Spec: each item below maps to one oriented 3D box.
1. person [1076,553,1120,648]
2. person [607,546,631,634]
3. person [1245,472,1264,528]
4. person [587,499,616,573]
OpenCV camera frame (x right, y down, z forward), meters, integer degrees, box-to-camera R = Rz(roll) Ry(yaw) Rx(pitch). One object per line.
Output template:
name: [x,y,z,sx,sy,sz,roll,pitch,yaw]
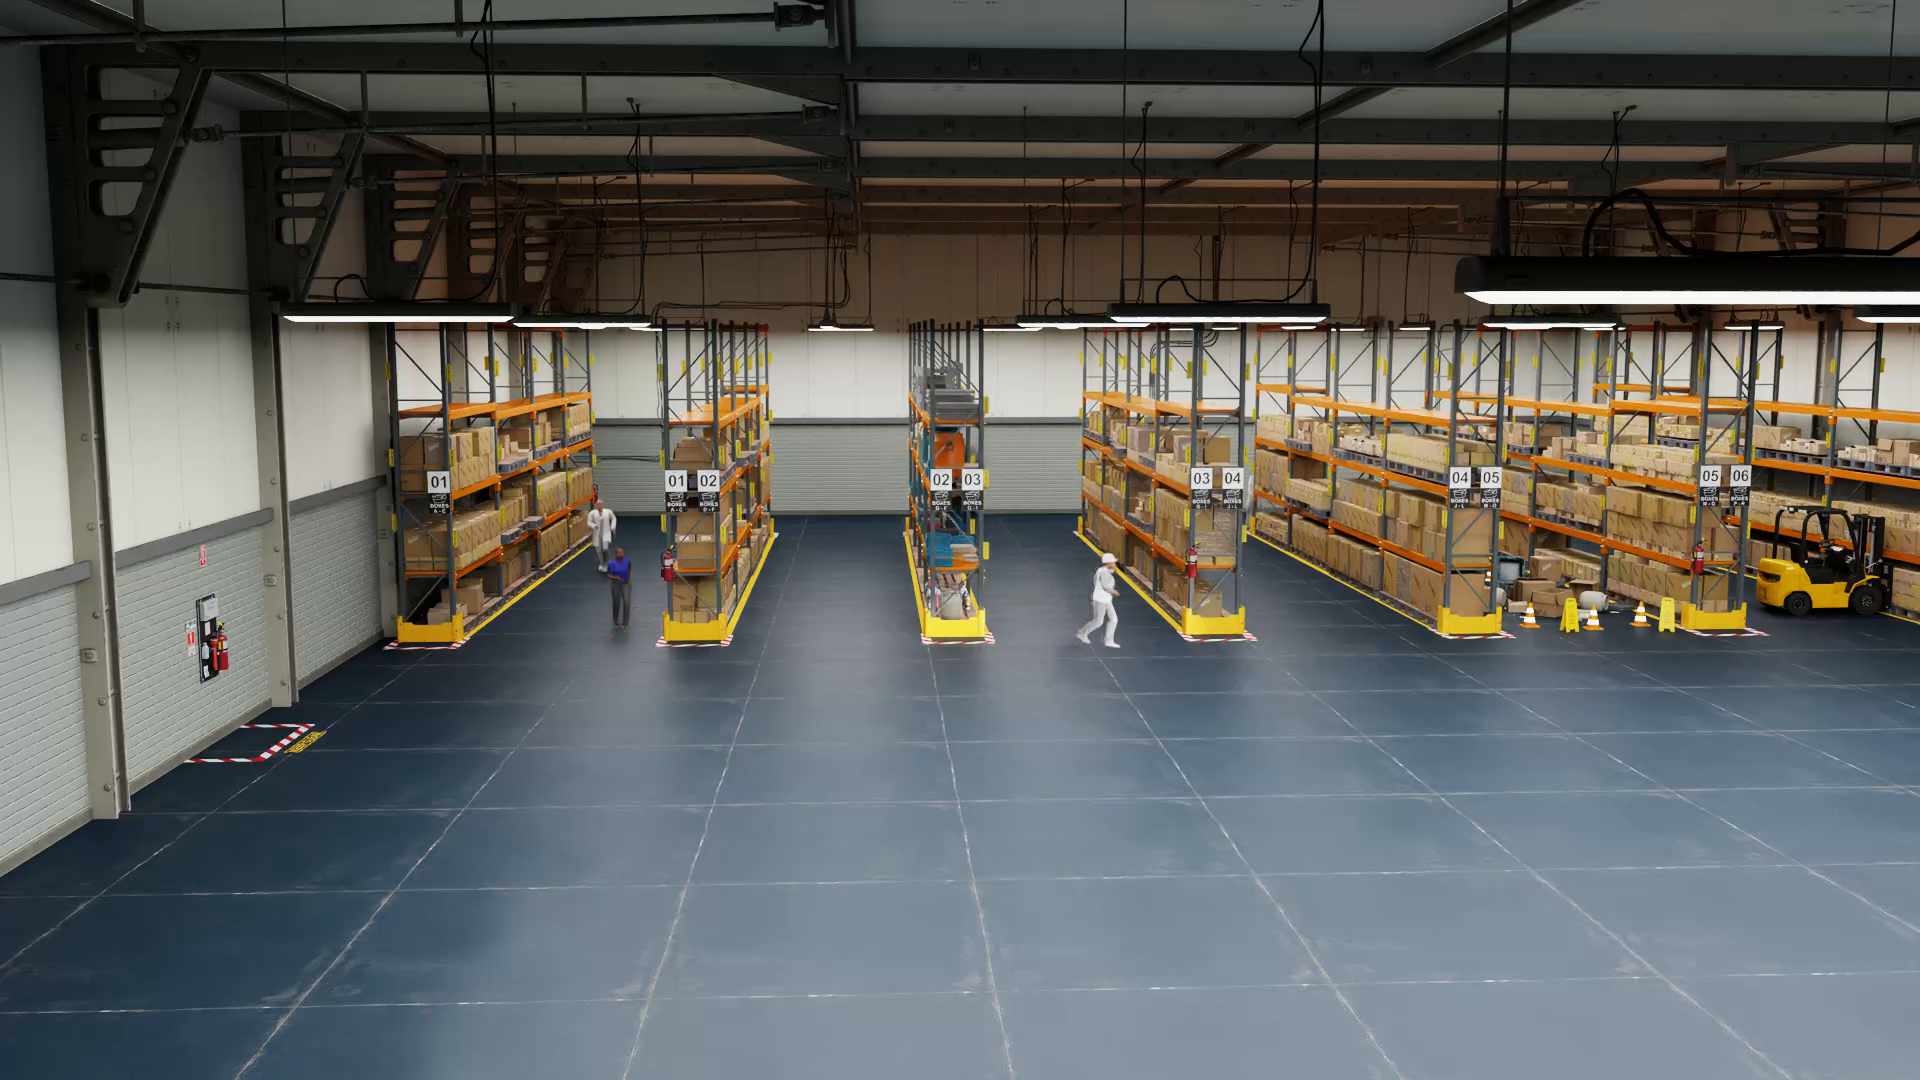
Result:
person: [2.525,1.104,30.386,0.830,1.745,0.616,2,7,15]
person: [-6.598,0.934,32.226,0.483,1.667,0.914,-2,7,-15]
person: [8.816,-1.297,49.604,0.667,1.840,0.810,7,10,43]
person: [-8.630,-0.090,40.023,0.658,1.780,0.829,-1,7,-7]
